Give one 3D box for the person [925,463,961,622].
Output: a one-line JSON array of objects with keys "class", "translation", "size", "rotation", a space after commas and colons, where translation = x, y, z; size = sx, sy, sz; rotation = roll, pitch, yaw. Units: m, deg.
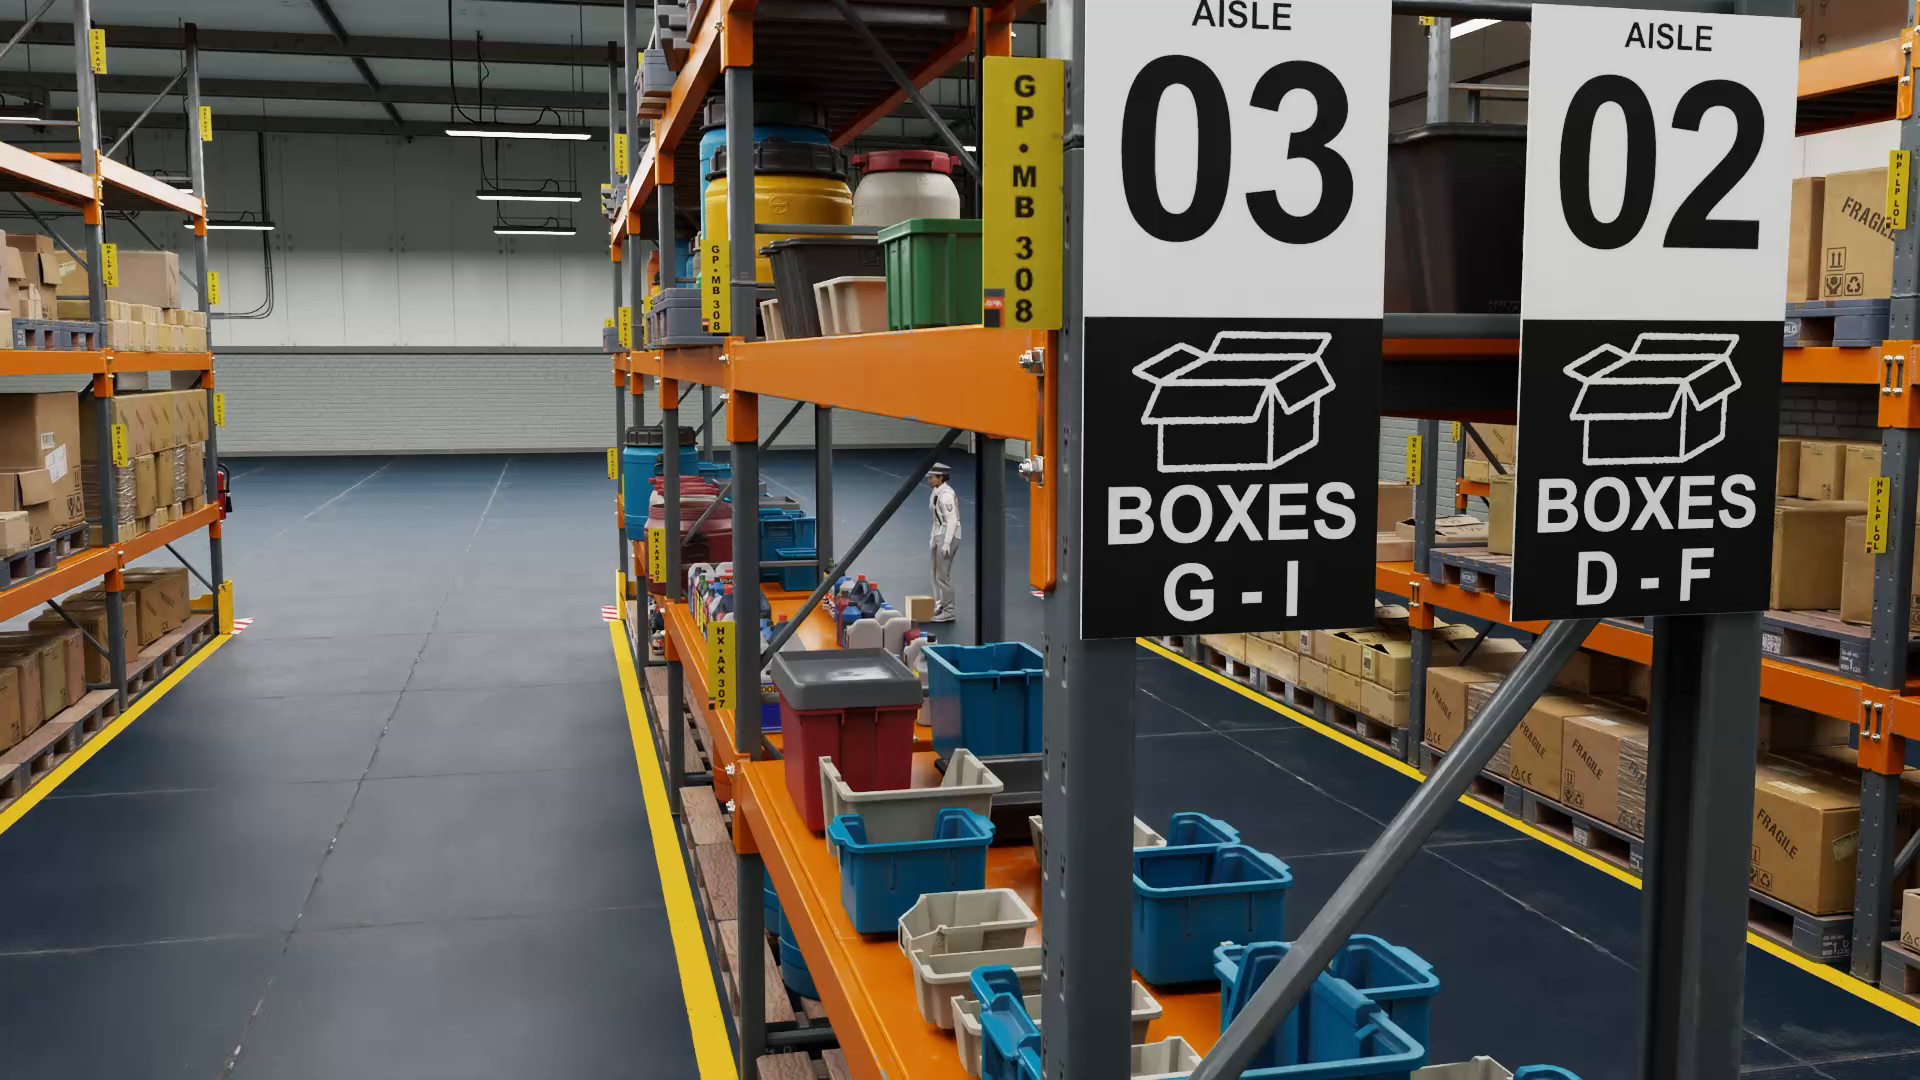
[{"class": "person", "translation": [-0.187, 0.020, 17.500], "size": [0.376, 1.662, 0.544], "rotation": [-2, 7, -17]}]
